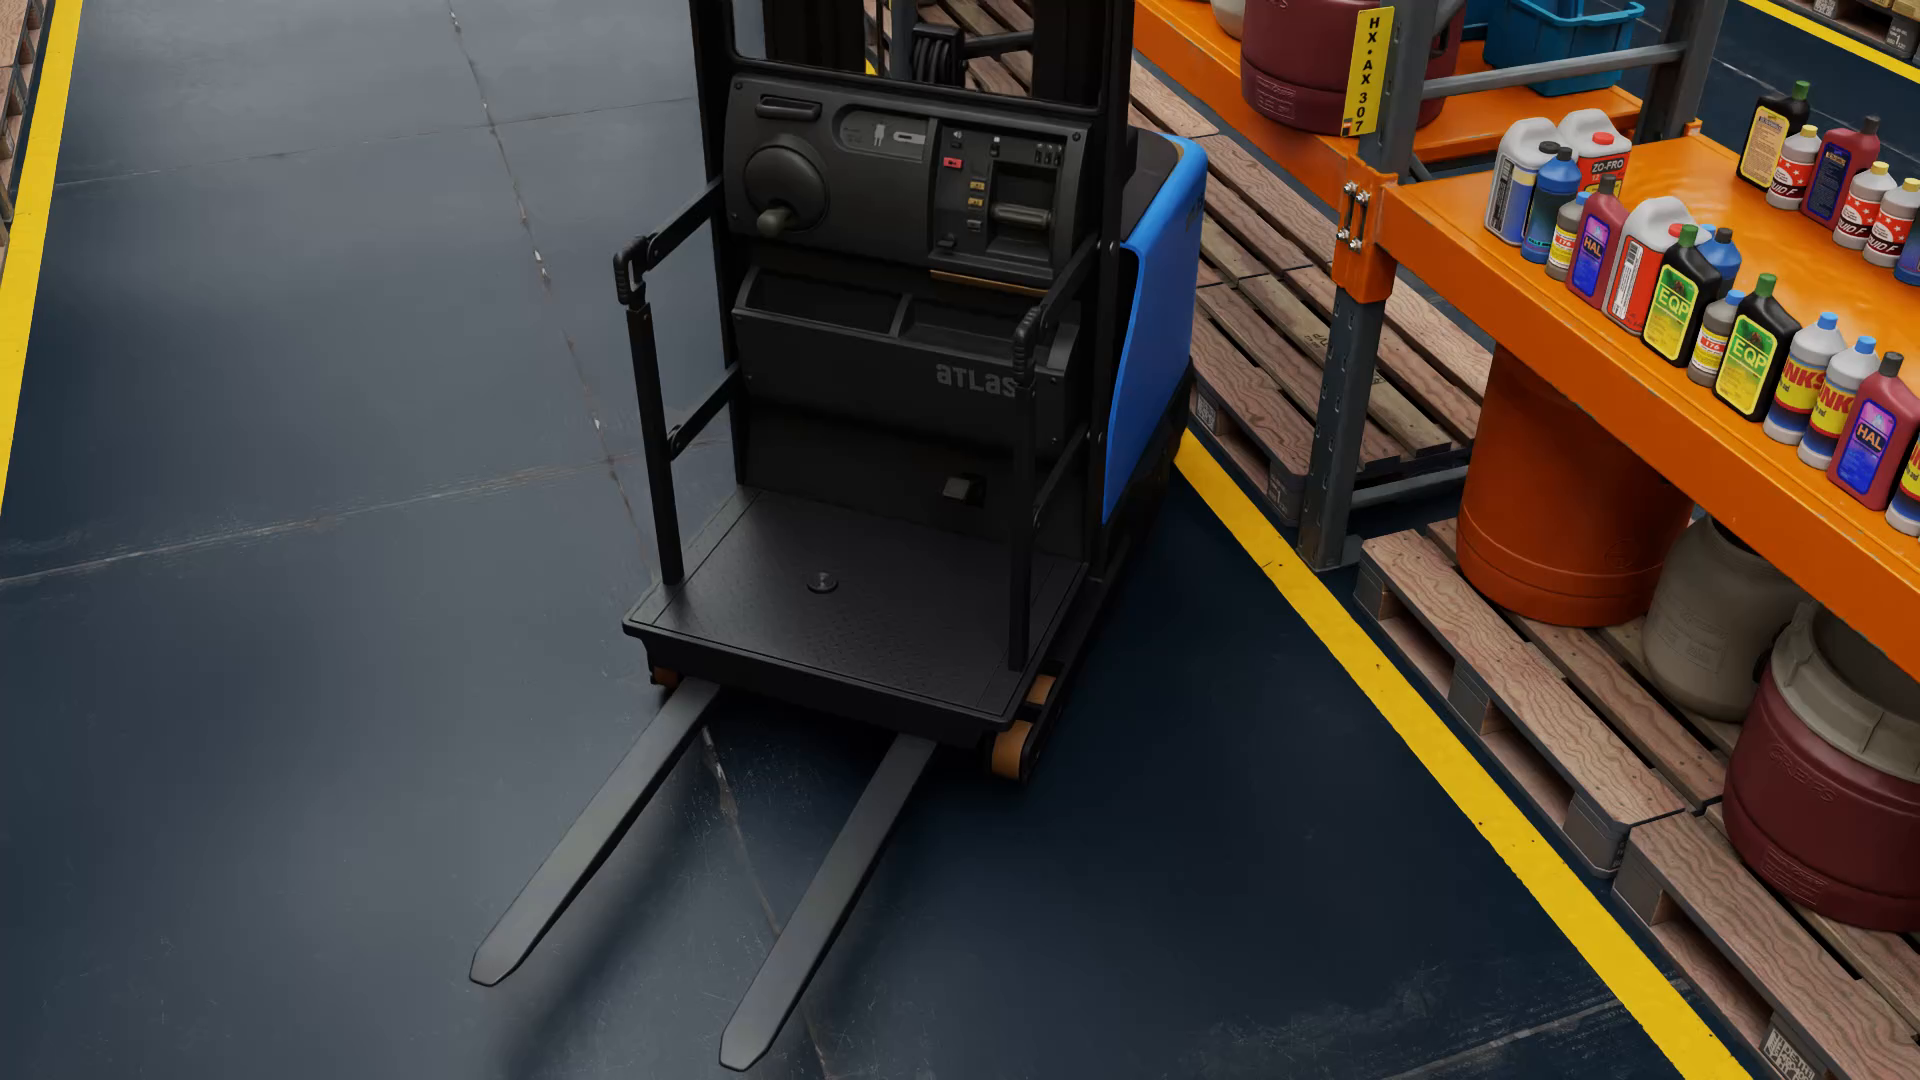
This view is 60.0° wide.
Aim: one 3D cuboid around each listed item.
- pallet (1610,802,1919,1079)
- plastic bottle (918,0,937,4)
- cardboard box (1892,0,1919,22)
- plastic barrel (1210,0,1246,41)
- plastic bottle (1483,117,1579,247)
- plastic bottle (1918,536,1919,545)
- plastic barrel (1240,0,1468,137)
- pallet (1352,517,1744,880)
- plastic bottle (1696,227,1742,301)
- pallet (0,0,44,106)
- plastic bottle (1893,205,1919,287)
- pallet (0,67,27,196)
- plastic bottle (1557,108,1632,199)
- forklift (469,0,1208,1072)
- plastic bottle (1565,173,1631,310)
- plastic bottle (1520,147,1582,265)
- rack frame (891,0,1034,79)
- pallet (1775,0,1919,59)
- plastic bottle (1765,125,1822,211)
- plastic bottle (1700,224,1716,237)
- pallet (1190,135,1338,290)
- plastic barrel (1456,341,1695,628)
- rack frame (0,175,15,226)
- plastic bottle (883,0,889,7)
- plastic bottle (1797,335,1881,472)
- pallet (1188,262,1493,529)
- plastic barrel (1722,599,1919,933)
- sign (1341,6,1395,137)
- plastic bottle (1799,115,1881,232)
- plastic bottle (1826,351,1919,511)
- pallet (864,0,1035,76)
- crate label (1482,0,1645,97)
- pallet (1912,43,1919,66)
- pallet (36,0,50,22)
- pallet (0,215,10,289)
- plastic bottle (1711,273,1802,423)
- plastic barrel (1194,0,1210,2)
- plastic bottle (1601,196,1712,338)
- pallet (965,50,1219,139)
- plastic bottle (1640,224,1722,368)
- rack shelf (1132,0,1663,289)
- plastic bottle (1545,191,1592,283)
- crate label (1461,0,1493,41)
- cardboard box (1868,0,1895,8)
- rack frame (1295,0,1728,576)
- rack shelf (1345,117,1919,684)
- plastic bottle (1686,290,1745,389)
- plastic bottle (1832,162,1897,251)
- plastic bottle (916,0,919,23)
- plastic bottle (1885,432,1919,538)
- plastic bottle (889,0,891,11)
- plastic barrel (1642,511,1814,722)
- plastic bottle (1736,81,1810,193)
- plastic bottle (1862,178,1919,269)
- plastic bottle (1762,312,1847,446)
[{"bbox_3d":[2.264,1.012,3.731,1.003,0.211,1.213,-12,39,-16],"label":"pallet"},{"bbox_3d":[-0.196,-2.938,8.493,0.144,0.351,0.185,-12,39,-16],"label":"plastic bottle"},{"bbox_3d":[5.075,-2.719,8.303,0.500,0.250,0.500,-14,39,-17],"label":"cardboard box"},{"bbox_3d":[0.983,-1.808,5.064,0.421,0.512,0.421,0,37,0],"label":"plastic barrel"},{"bbox_3d":[1.383,-0.866,4.009,0.152,0.276,0.135,-12,39,-16],"label":"plastic bottle"},{"bbox_3d":[1.860,-0.082,2.969,0.152,0.276,0.135,-12,39,-16],"label":"plastic bottle"},{"bbox_3d":[1.093,-1.480,4.609,0.600,0.536,0.708,-12,39,-16],"label":"plastic barrel"},{"bbox_3d":[1.848,0.324,4.644,1.003,0.211,1.213,-12,39,-16],"label":"pallet"},{"bbox_3d":[1.613,-0.544,3.586,0.097,0.271,0.097,0,37,0],"label":"plastic bottle"},{"bbox_3d":[-5.177,-2.409,8.273,1.003,0.211,1.213,-12,39,-16],"label":"pallet"},{"bbox_3d":[2.246,-0.726,3.827,0.097,0.271,0.097,0,37,0],"label":"plastic bottle"},{"bbox_3d":[-4.754,-1.719,7.357,1.003,0.211,1.213,-12,39,-16],"label":"pallet"},{"bbox_3d":[1.526,-0.897,4.051,0.152,0.276,0.135,-12,39,-16],"label":"plastic bottle"},{"bbox_3d":[-0.221,-0.820,3.902,1.130,2.935,3.031,13,39,16],"label":"forklift"},{"bbox_3d":[1.453,-0.674,3.748,0.061,0.283,0.133,-12,39,-16],"label":"plastic bottle"},{"bbox_3d":[1.397,-0.793,3.916,0.097,0.271,0.097,0,37,0],"label":"plastic bottle"},{"bbox_3d":[0.161,-3.486,7.385,1.000,3.000,0.127,-12,39,-16],"label":"rack frame"},{"bbox_3d":[5.103,-2.988,9.041,1.003,0.211,1.213,-12,39,-16],"label":"pallet"},{"bbox_3d":[2.100,-0.938,4.167,0.097,0.201,0.097,0,37,0],"label":"plastic bottle"},{"bbox_3d":[1.653,-0.611,3.733,0.097,0.201,0.097,0,37,0],"label":"plastic bottle"},{"bbox_3d":[0.891,-1.247,6.729,1.003,0.211,1.213,-12,39,-16],"label":"pallet"},{"bbox_3d":[1.722,-0.255,4.550,0.600,0.830,0.708,-12,39,-16],"label":"plastic barrel"},{"bbox_3d":[-4.490,-2.461,6.024,1.000,3.000,0.127,-12,39,-16],"label":"rack frame"},{"bbox_3d":[-0.331,-2.908,8.454,0.144,0.351,0.185,-13,39,-17],"label":"plastic bottle"},{"bbox_3d":[1.715,-0.271,3.223,0.097,0.271,0.097,0,37,0],"label":"plastic bottle"},{"bbox_3d":[1.307,-0.558,5.816,1.003,0.211,1.213,-12,39,-16],"label":"pallet"},{"bbox_3d":[2.110,0.480,3.775,0.600,0.588,0.708,-12,39,-16],"label":"plastic barrel"},{"bbox_3d":[1.023,-1.174,4.180,0.100,0.325,0.005,-12,39,-16],"label":"sign"},{"bbox_3d":[2.157,-0.909,4.061,0.061,0.283,0.133,-12,39,-16],"label":"plastic bottle"},{"bbox_3d":[1.738,-0.206,3.128,0.061,0.283,0.133,-12,39,-16],"label":"plastic bottle"},{"bbox_3d":[-0.031,-2.760,8.739,1.003,0.211,1.213,-12,39,-16],"label":"pallet"},{"bbox_3d":[1.744,-1.475,4.855,0.303,0.233,0.416,-12,39,-16],"label":"crate label"},{"bbox_3d":[5.527,-2.297,8.125,1.003,0.211,1.213,-12,39,-16],"label":"pallet"},{"bbox_3d":[-5.594,-3.097,9.187,1.003,0.211,1.213,-12,39,-16],"label":"pallet"},{"bbox_3d":[-4.220,-0.907,6.279,1.003,0.211,1.213,-12,39,-16],"label":"pallet"},{"bbox_3d":[1.625,-0.392,3.374,0.061,0.283,0.133,-12,39,-16],"label":"plastic bottle"},{"bbox_3d":[0.838,-2.046,5.380,0.421,0.512,0.421,0,37,0],"label":"plastic barrel"},{"bbox_3d":[1.542,-0.604,3.662,0.152,0.276,0.135,-12,39,-16],"label":"plastic bottle"},{"bbox_3d":[0.468,-1.937,7.646,1.003,0.211,1.213,-12,39,-16],"label":"pallet"},{"bbox_3d":[1.545,-0.522,3.547,0.061,0.283,0.133,-12,39,-16],"label":"plastic bottle"},{"bbox_3d":[0.849,-2.069,6.102,1.077,0.370,4.000,-12,39,-16],"label":"rack shelf"},{"bbox_3d":[1.430,-0.710,3.864,0.097,0.201,0.097,0,37,0],"label":"plastic bottle"},{"bbox_3d":[1.449,-1.858,5.194,0.502,0.435,0.616,-12,39,-16],"label":"crate label"},{"bbox_3d":[4.894,-3.011,8.691,0.500,0.250,0.500,-11,38,-15],"label":"cardboard box"},{"bbox_3d":[1.537,-1.227,4.385,1.000,3.000,0.127,-12,39,-16],"label":"rack frame"},{"bbox_3d":[2.226,0.191,3.102,1.077,0.370,4.000,-12,39,-16],"label":"rack shelf"},{"bbox_3d":[1.602,-0.428,3.490,0.097,0.201,0.097,0,37,0],"label":"plastic bottle"},{"bbox_3d":[2.179,-0.808,3.994,0.097,0.201,0.097,0,37,0],"label":"plastic bottle"},{"bbox_3d":[-0.257,-2.685,8.281,0.097,0.201,0.097,0,37,0],"label":"plastic bottle"},{"bbox_3d":[1.794,-0.140,3.050,0.097,0.271,0.097,0,37,0],"label":"plastic bottle"},{"bbox_3d":[-0.314,-2.780,8.340,0.061,0.283,0.133,-11,38,-14],"label":"plastic bottle"},{"bbox_3d":[2.000,0.173,4.246,0.421,0.512,0.421,0,37,0],"label":"plastic barrel"},{"bbox_3d":[2.077,-1.040,4.234,0.061,0.283,0.133,-12,39,-16],"label":"plastic bottle"},{"bbox_3d":[2.213,-0.753,3.921,0.097,0.201,0.097,0,37,0],"label":"plastic bottle"},{"bbox_3d":[1.682,-0.326,3.296,0.097,0.271,0.097,0,37,0],"label":"plastic bottle"}]
